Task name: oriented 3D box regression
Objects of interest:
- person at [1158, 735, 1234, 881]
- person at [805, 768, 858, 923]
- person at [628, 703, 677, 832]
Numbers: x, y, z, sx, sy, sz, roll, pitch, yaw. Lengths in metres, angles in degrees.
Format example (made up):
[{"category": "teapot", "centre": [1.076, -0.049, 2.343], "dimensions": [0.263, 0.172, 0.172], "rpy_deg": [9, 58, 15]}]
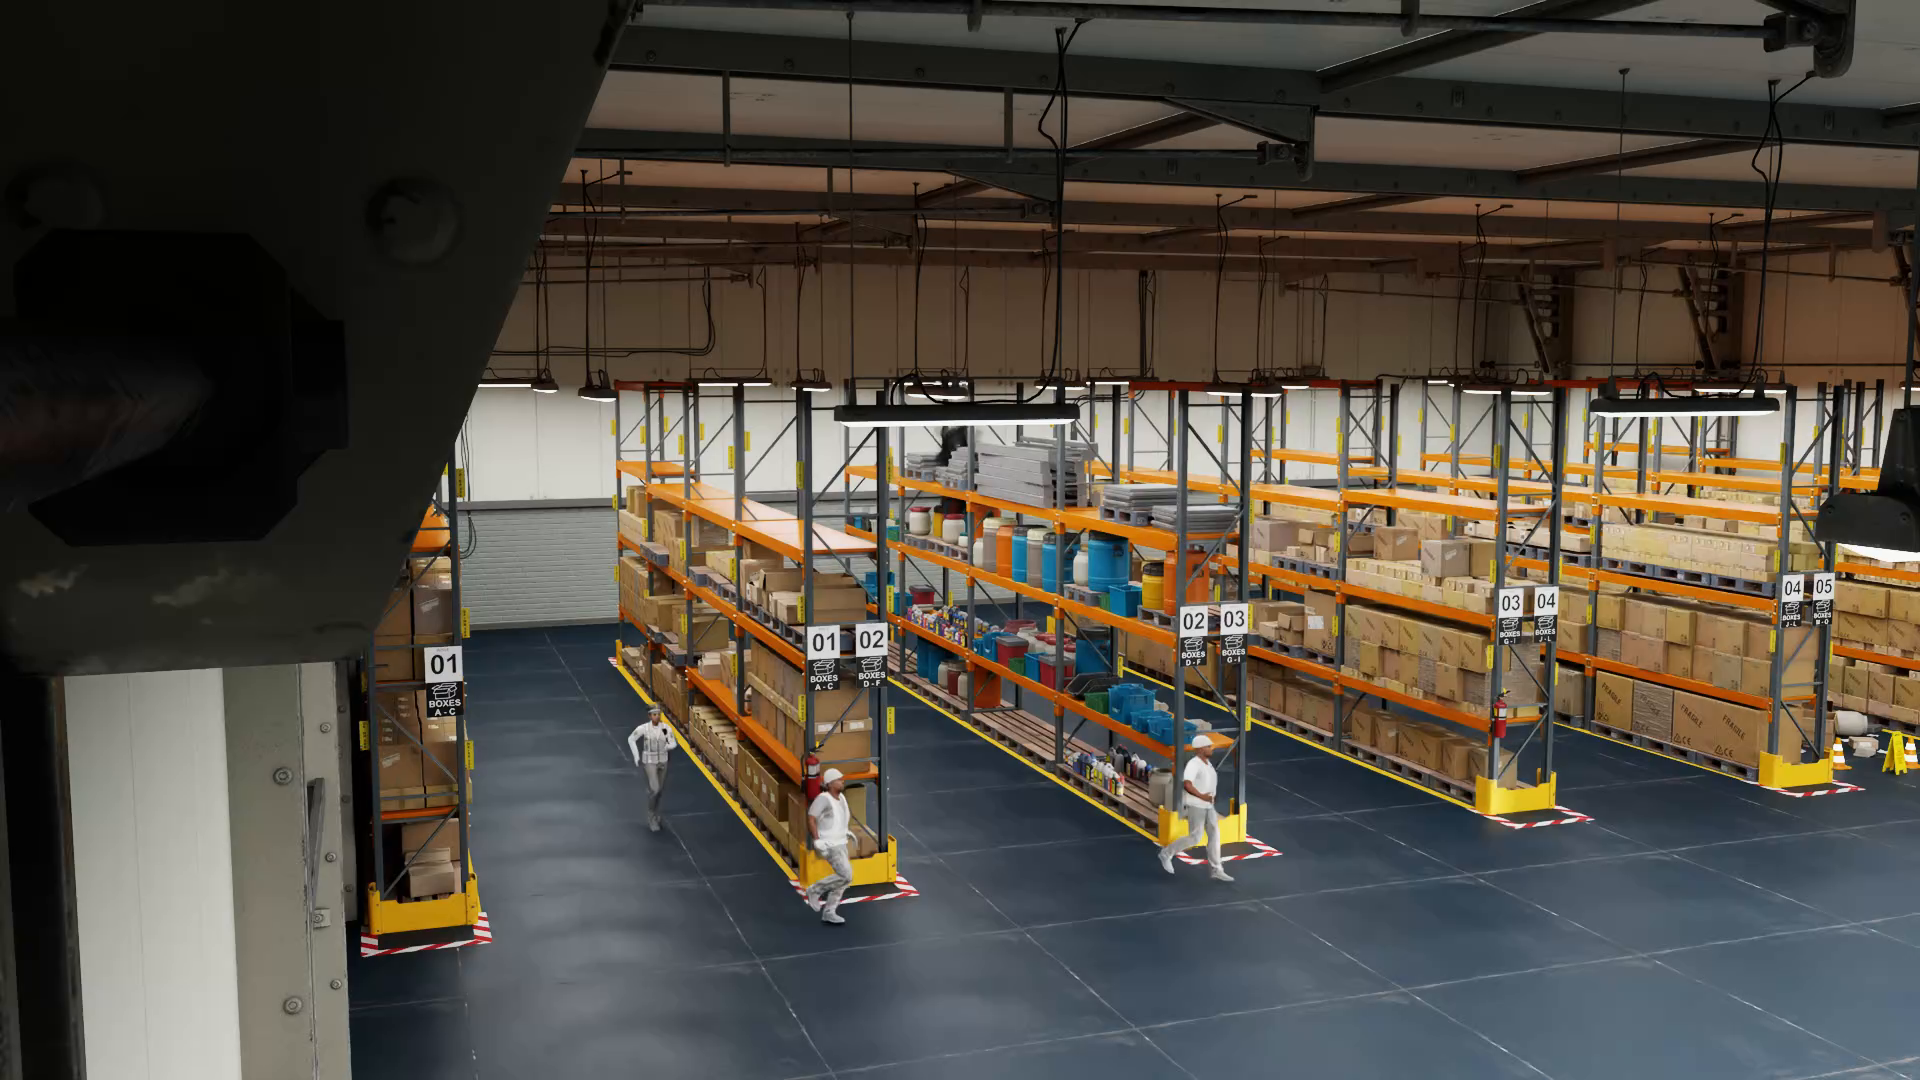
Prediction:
[{"category": "person", "centre": [2.998, 3.288, 20.568], "dimensions": [0.961, 1.724, 0.764], "rpy_deg": [3, 7, 28]}, {"category": "person", "centre": [-1.430, 3.475, 19.028], "dimensions": [0.547, 1.706, 0.732], "rpy_deg": [2, 6, 19]}, {"category": "person", "centre": [-4.169, 3.091, 22.749], "dimensions": [0.576, 1.749, 0.729], "rpy_deg": [-4, 7, -33]}]
